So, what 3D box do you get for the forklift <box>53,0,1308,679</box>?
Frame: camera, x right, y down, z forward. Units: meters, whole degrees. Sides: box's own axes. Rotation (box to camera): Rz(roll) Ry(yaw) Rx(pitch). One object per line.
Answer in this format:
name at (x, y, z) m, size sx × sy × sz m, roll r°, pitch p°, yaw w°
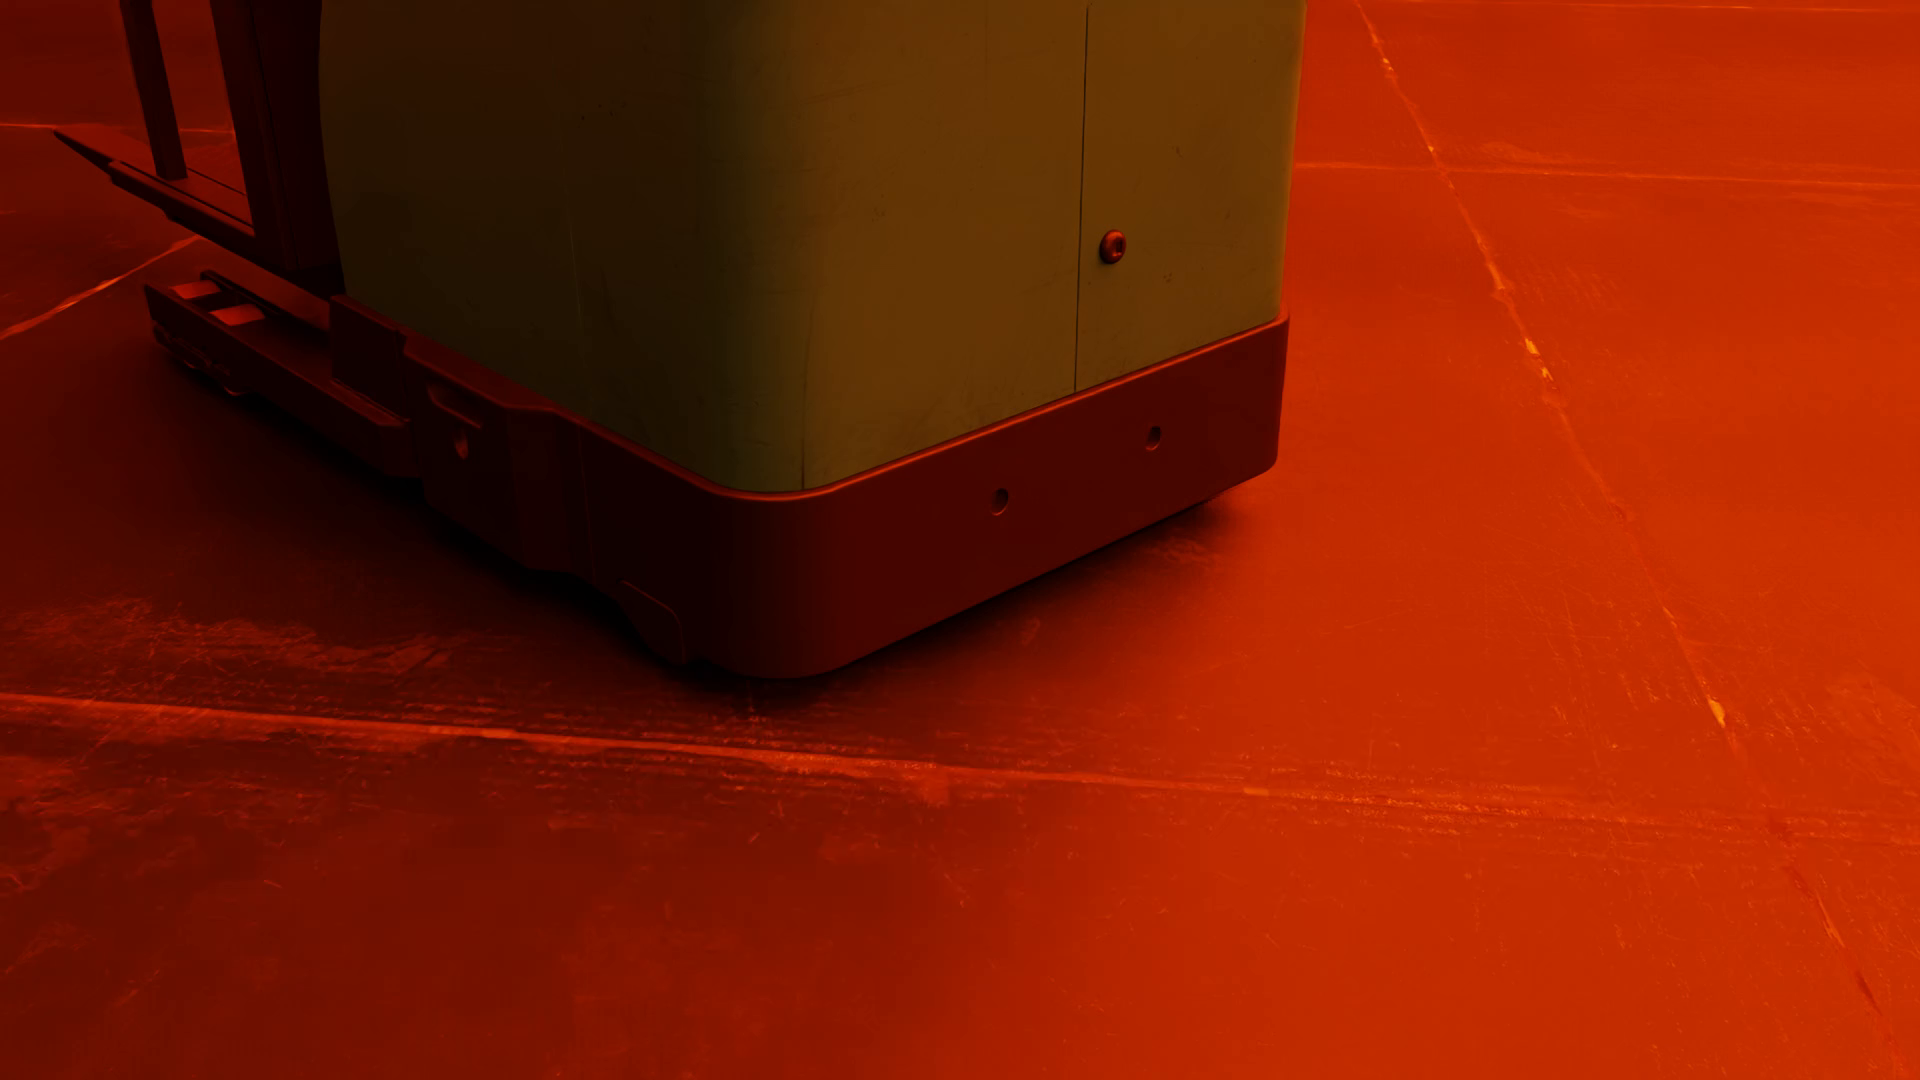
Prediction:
forklift at (-0.882, -1.711, 2.646) m, size 1.130 × 2.935 × 3.031 m, roll -23°, pitch 34°, yaw -38°
